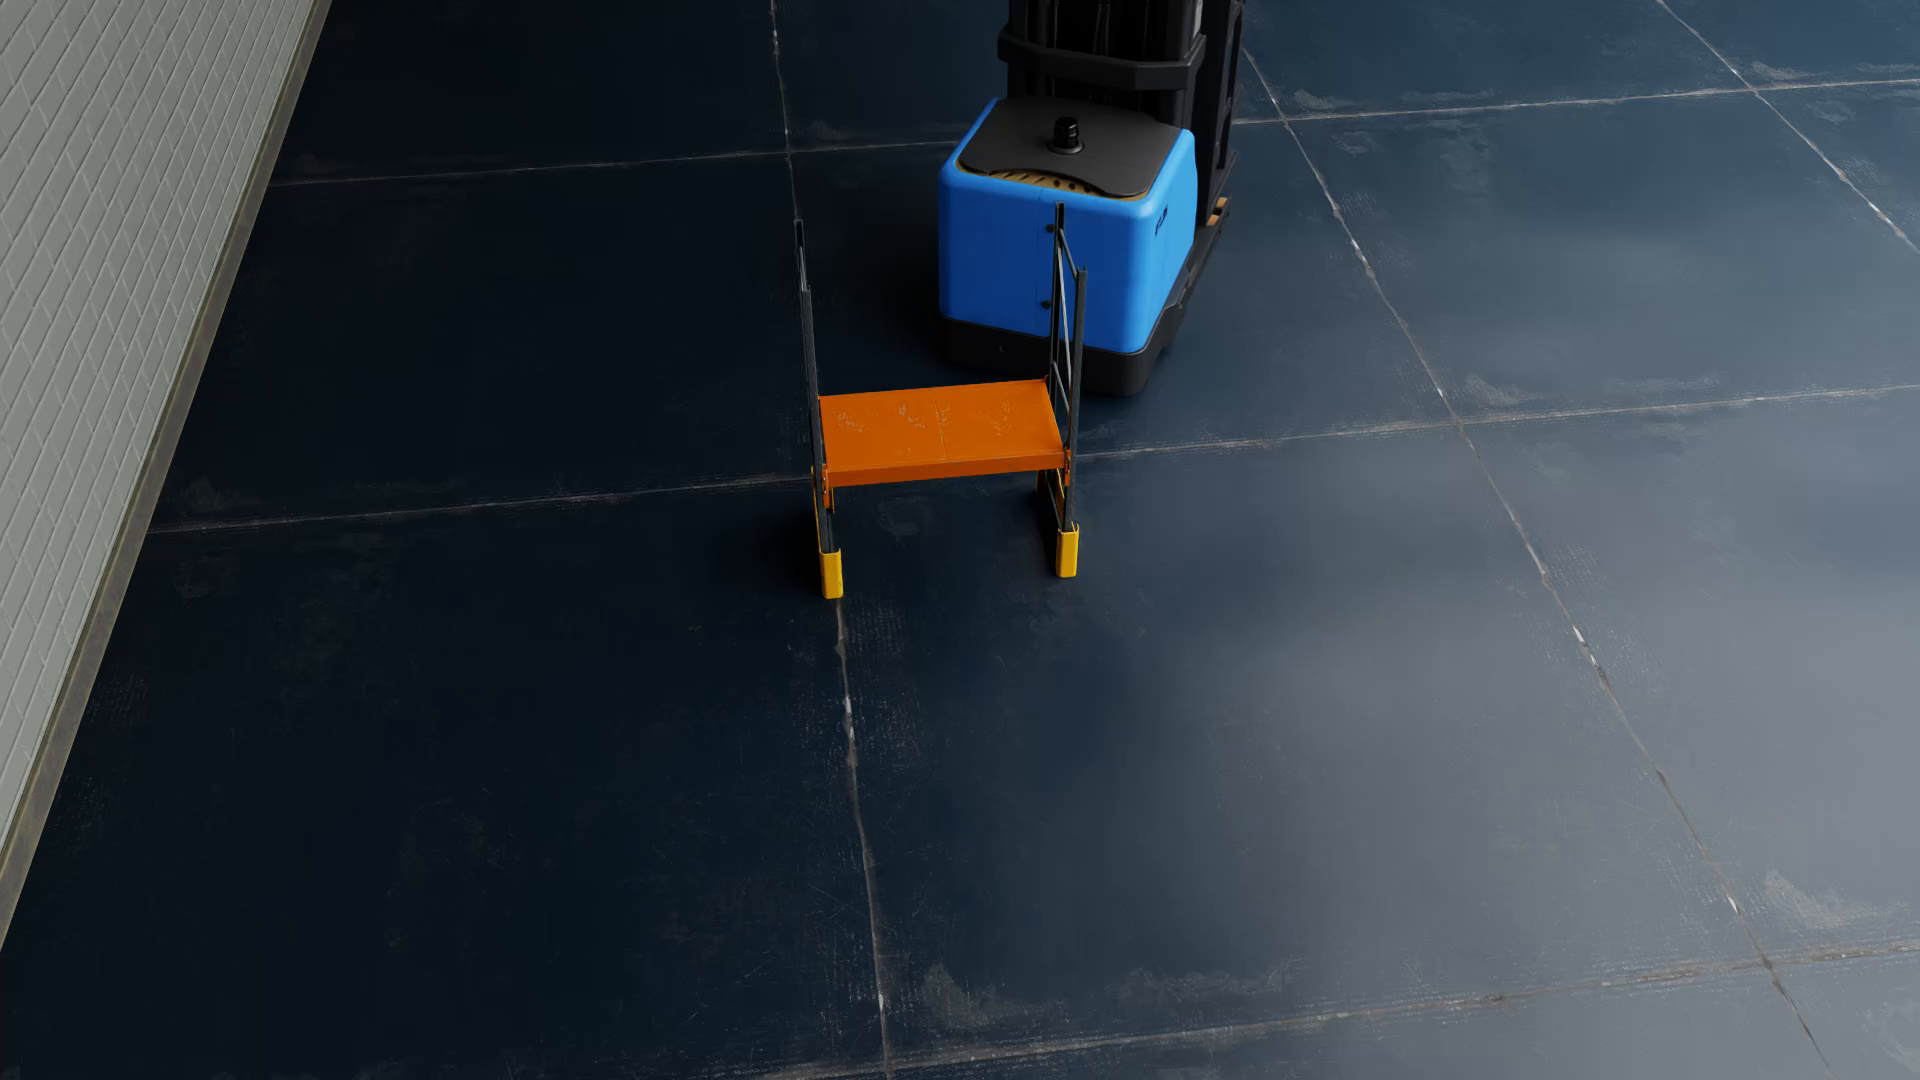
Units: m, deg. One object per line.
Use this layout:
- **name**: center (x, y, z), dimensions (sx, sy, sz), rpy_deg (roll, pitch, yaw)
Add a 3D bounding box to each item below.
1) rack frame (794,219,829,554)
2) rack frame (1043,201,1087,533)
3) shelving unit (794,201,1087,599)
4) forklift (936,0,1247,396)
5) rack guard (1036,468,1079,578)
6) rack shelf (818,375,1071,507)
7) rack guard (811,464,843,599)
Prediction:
- **rack frame**: center (-0.589, -0.505, 6.691), dimensions (0.032, 1.500, 0.500), rpy_deg (-5, 42, -6)
- **rack frame**: center (0.419, -0.594, 6.788), dimensions (0.032, 1.500, 0.500), rpy_deg (-5, 42, -6)
- **shelving unit**: center (-0.076, -0.550, 6.740), dimensions (1.083, 1.500, 0.587), rpy_deg (-5, 42, -6)
- **forklift**: center (0.857, -2.772, 8.135), dimensions (1.130, 2.935, 3.031), rpy_deg (13, 44, 14)
- **rack guard**: center (0.418, -0.129, 7.207), dimensions (0.087, 0.250, 0.587), rpy_deg (-5, 42, -6)
- **rack shelf**: center (-0.085, -0.416, 6.860), dimensions (1.000, 0.185, 0.538), rpy_deg (-5, 42, -6)
- **rack guard**: center (-0.569, -0.043, 7.111), dimensions (0.087, 0.250, 0.587), rpy_deg (-5, 42, -6)
